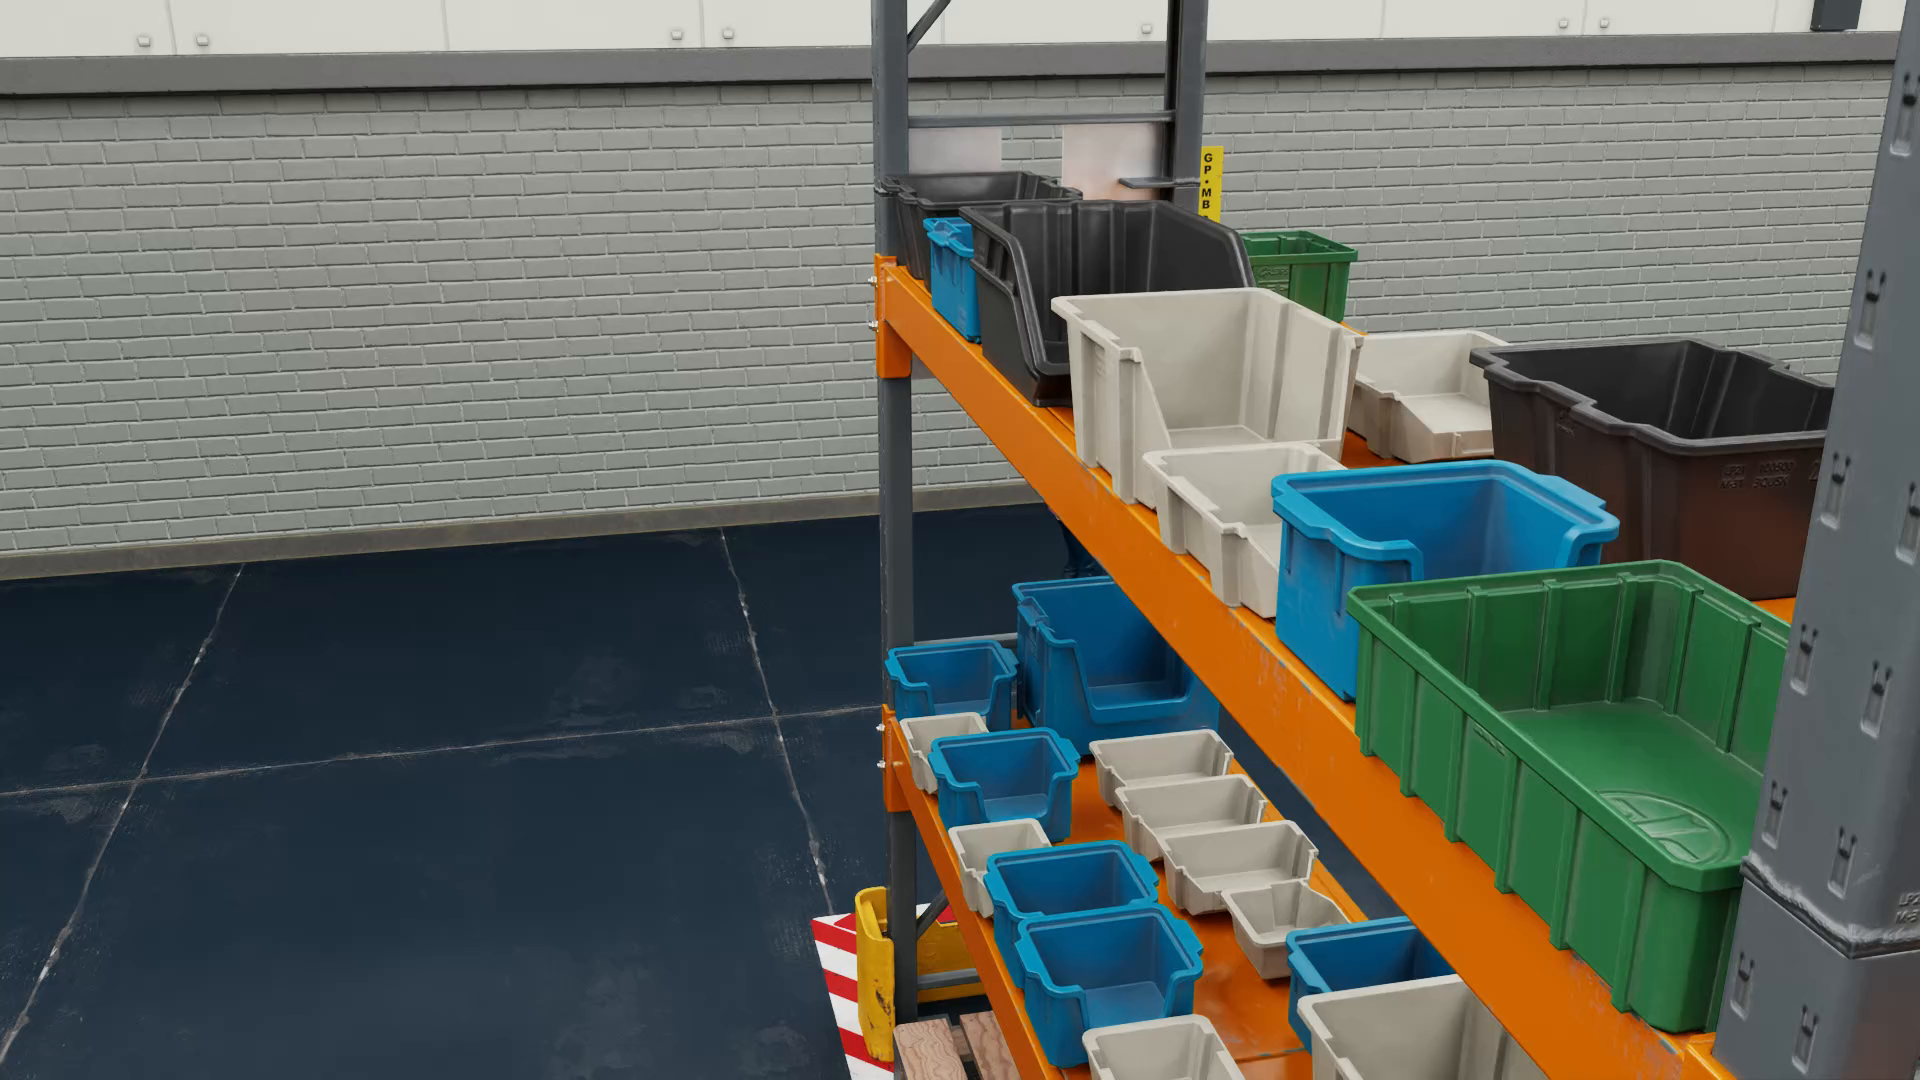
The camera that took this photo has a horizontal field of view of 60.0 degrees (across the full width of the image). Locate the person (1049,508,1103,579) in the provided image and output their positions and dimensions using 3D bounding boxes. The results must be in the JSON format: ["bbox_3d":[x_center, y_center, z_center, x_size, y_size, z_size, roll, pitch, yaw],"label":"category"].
[{"bbox_3d":[0.656,-0.069,9.071,0.334,1.393,0.467,-5,20,-13],"label":"person"}]
